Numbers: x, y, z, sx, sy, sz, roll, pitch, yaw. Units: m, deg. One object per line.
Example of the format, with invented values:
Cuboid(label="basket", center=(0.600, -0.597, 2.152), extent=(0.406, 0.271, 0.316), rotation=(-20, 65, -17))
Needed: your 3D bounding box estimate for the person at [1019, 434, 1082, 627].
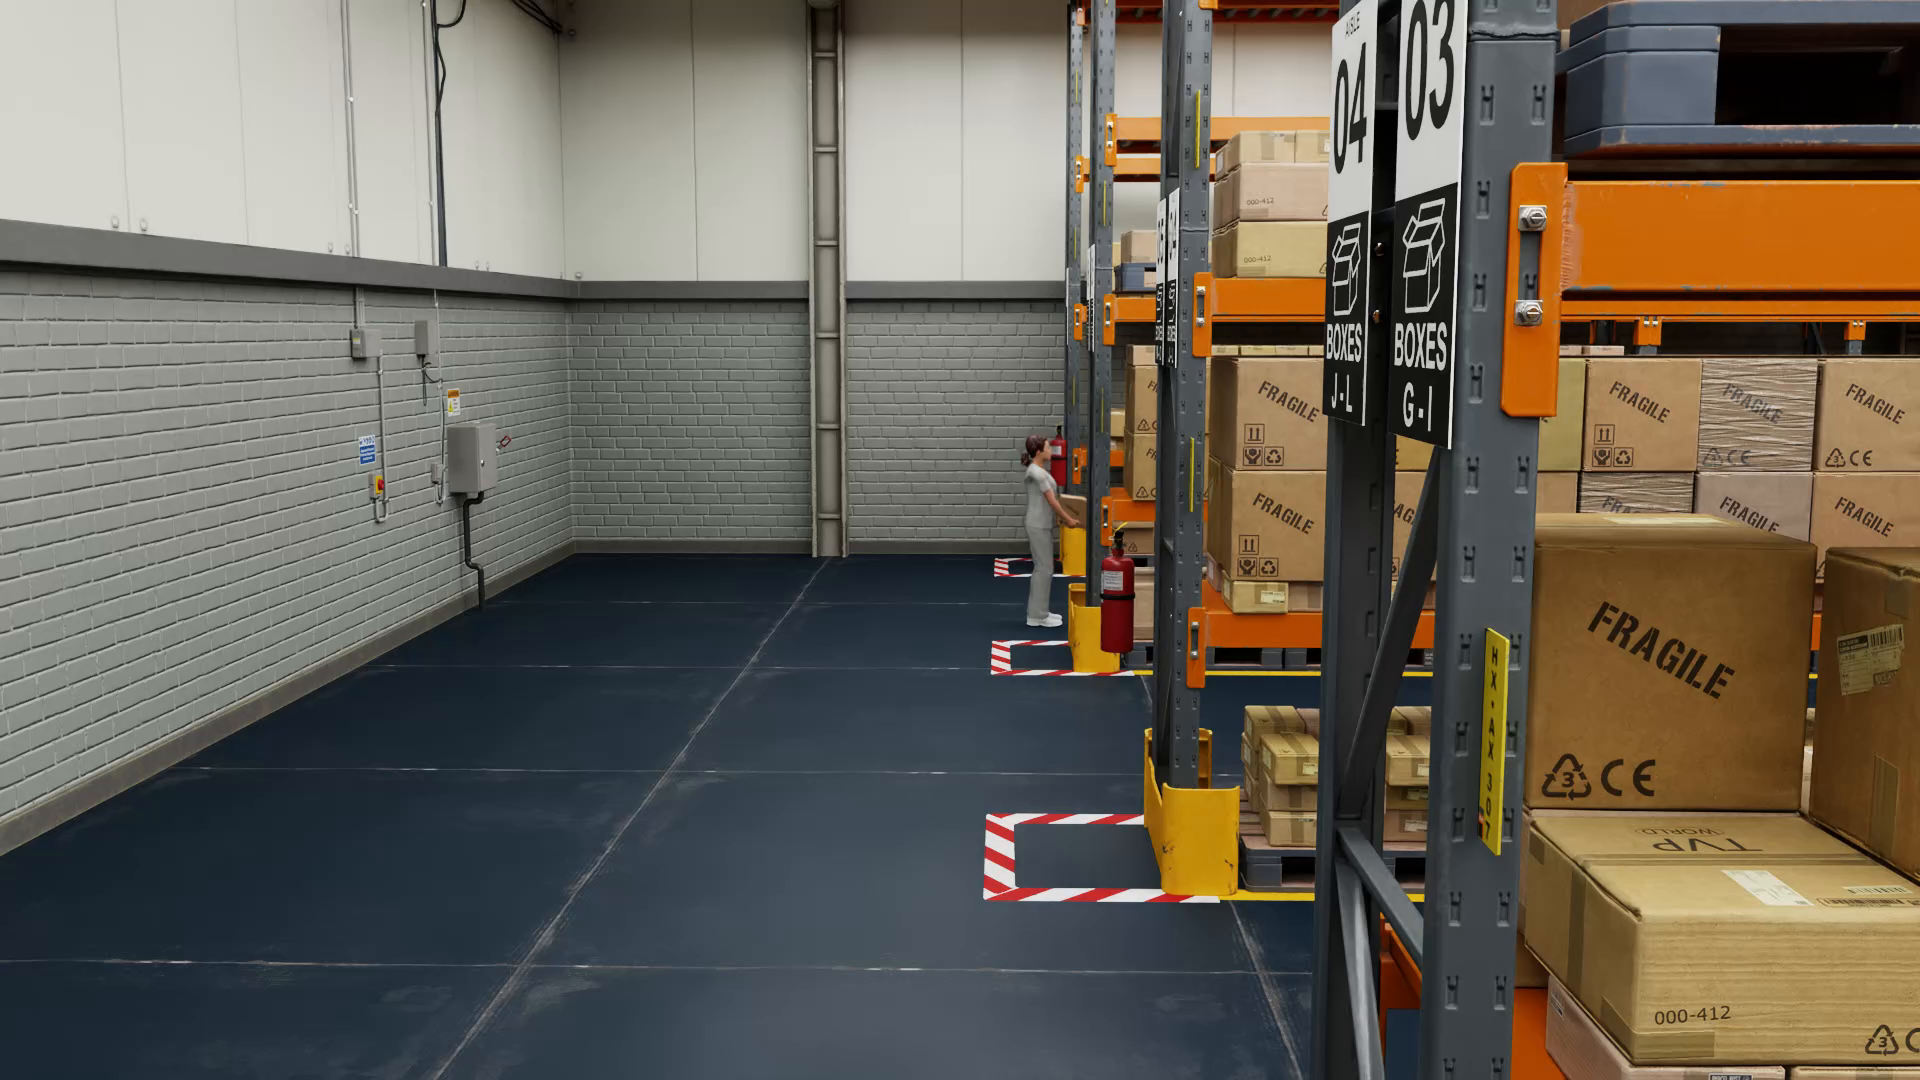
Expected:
Cuboid(label="person", center=(0.785, -0.088, 14.516), extent=(0.542, 1.668, 0.424), rotation=(0, 7, 1))
